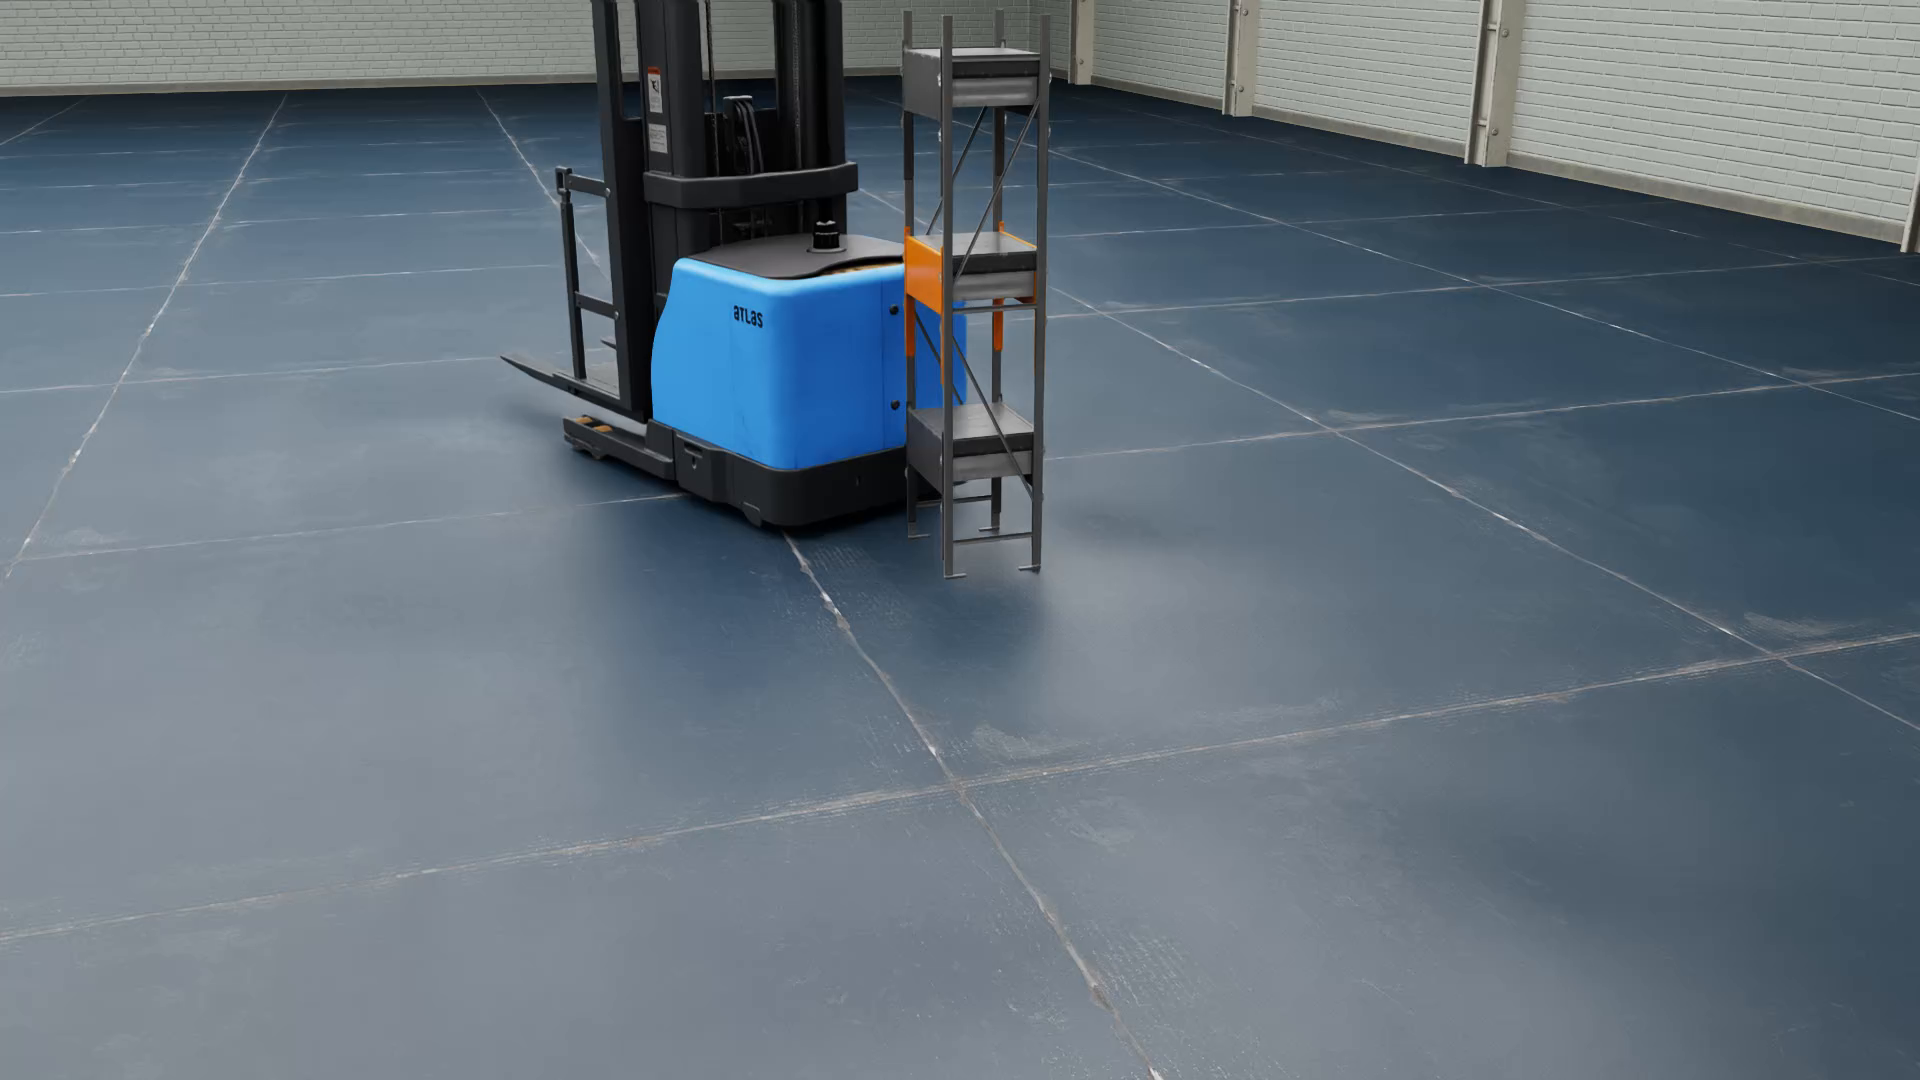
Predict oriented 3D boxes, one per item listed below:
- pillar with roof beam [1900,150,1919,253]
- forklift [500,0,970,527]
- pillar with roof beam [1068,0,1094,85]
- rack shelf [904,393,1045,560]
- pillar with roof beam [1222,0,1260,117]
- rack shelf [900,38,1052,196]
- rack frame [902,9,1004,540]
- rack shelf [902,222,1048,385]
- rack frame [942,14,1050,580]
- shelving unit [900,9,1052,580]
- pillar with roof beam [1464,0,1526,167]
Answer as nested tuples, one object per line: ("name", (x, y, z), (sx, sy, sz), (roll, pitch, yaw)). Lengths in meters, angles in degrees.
("pillar with roof beam", (3.691, -6.058, 10.470), (9.100, 9.000, 0.400), (-6, 21, -17))
("forklift", (-1.283, -1.860, 7.758), (1.130, 2.935, 3.031), (-16, 25, -37))
("pillar with roof beam", (-1.966, -11.834, 26.552), (9.100, 9.000, 0.400), (-6, 21, -17))
("rack shelf", (0.052, -0.263, 6.655), (0.431, 0.518, 0.480), (-6, 21, -17))
("pillar with roof beam", (-0.081, -9.909, 21.191), (9.100, 9.000, 0.400), (-6, 21, -17))
("rack shelf", (0.052, -1.581, 6.182), (0.431, 0.518, 0.480), (-6, 21, -17))
("rack frame", (-0.025, -1.013, 6.632), (0.400, 2.100, 0.015), (-6, 21, -17))
("rack shelf", (0.052, -0.922, 6.418), (0.431, 0.518, 0.480), (-6, 21, -17))
("rack frame", (0.129, -0.857, 6.196), (0.400, 2.100, 0.015), (-6, 21, -17))
("shelving unit", (0.052, -0.935, 6.414), (0.431, 2.100, 0.503), (-6, 21, -17))
("pillar with roof beam", (1.805, -7.983, 15.830), (9.100, 9.000, 0.400), (-6, 21, -17))
